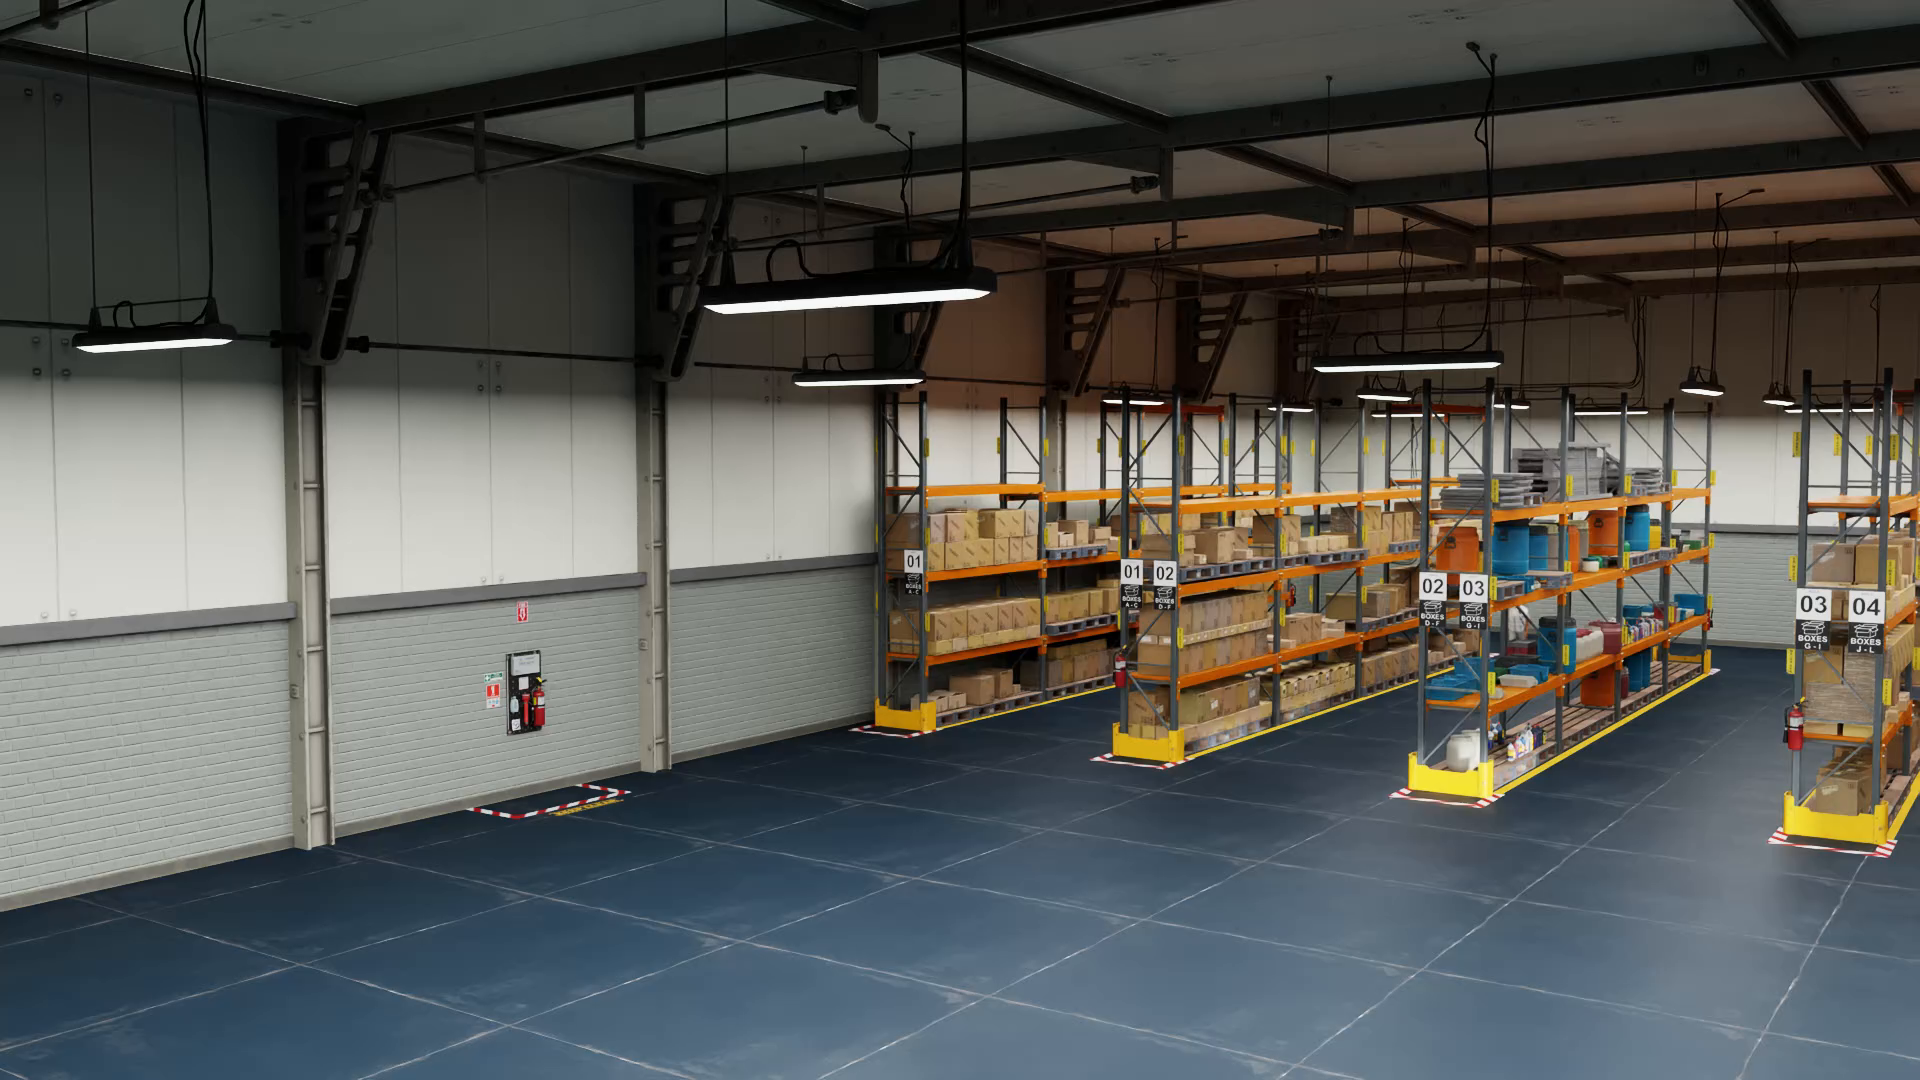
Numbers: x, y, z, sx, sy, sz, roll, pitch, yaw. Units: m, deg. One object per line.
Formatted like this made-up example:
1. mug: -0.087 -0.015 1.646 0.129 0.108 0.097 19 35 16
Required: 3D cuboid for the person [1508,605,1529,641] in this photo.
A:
1. person: 12.817 2.063 38.129 0.495 1.618 0.838 2 4 32
